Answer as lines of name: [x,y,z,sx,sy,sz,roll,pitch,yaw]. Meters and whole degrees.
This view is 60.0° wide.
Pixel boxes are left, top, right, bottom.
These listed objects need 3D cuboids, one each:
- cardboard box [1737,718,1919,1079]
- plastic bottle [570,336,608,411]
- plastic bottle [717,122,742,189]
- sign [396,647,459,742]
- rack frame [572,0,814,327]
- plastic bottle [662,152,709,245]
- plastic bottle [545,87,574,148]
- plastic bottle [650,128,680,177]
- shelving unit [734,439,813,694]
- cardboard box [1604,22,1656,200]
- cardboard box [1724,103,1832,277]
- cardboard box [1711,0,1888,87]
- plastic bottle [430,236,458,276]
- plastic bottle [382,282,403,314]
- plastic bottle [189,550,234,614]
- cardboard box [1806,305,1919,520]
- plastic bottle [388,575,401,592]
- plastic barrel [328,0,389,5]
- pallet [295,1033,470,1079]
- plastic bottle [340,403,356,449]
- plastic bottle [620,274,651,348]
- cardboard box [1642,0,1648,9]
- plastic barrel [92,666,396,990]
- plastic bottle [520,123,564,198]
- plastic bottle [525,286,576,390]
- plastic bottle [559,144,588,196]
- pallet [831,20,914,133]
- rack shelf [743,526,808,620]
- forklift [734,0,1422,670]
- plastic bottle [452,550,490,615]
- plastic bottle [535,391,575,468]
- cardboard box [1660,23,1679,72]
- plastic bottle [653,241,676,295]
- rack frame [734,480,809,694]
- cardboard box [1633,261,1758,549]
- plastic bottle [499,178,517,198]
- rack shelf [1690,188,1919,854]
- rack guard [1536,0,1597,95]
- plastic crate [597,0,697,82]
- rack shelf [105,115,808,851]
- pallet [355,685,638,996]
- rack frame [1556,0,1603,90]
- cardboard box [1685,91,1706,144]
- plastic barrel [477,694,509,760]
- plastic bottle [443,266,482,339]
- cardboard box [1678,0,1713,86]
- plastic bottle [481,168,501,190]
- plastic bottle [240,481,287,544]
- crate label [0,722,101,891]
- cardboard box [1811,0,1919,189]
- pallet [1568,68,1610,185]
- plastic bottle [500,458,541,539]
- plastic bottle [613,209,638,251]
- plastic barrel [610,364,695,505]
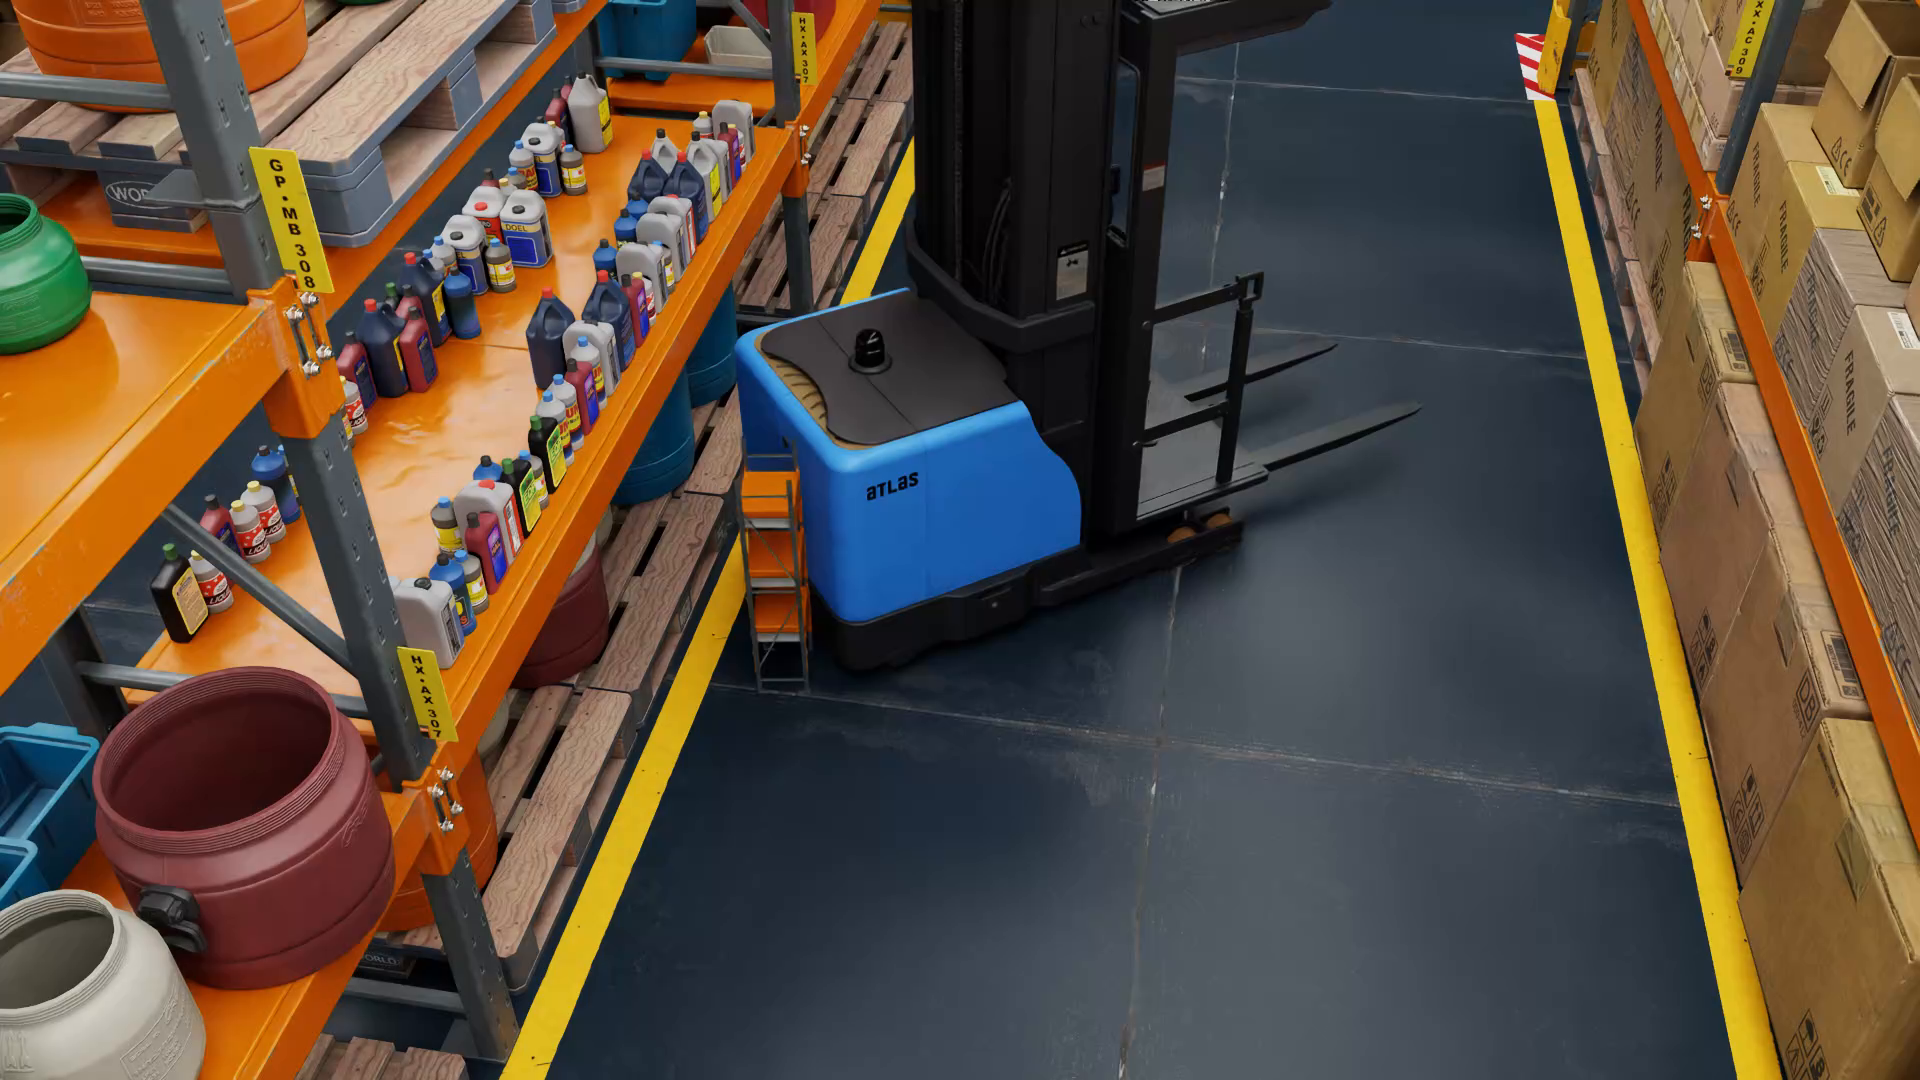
cardboard box: [3.105,1.179,4.807,1.225,0.875,0.875,5,40,6]
plastic bottle: [-1.273,-0.574,5.691,0.097,0.271,0.097,0,40,0]
plastic bottle: [-0.966,-1.625,6.953,0.061,0.283,0.133,6,40,8]
sign: [-1.370,0.400,4.283,0.100,0.325,0.005,6,40,8]
rack frame: [-1.221,-2.103,7.440,1.000,3.000,0.127,6,40,8]
plastic bottle: [-1.090,-1.355,6.574,0.144,0.351,0.185,6,40,8]
plastic bottle: [-1.728,-1.791,7.154,0.061,0.283,0.133,6,40,8]
plastic bottle: [-1.200,-1.487,6.733,0.144,0.351,0.185,6,40,8]
shelving unit: [-0.694,0.117,6.284,0.215,1.050,0.252,0,40,0]
cardboard box: [4.160,-2.429,9.172,0.875,0.875,0.875,6,40,8]
cardboard box: [3.332,-1.334,6.432,0.500,0.500,0.500,7,40,8]
cardboard box: [3.474,-2.221,6.878,0.500,0.500,0.500,7,40,9]
plastic bottle: [-1.924,-1.009,6.217,0.097,0.271,0.097,0,40,0]
plastic bottle: [-2.010,-0.766,5.914,0.061,0.283,0.133,6,40,8]
plastic bottle: [-2.225,0.112,4.916,0.097,0.201,0.097,0,40,0]
cardboard box: [3.074,-0.380,5.277,0.500,0.500,0.500,7,40,9]
plastic bottle: [-1.670,0.202,4.749,0.152,0.276,0.135,6,40,8]
plastic barrel: [-1.503,-1.491,4.137,0.294,0.245,0.294,0,40,0]
pallet: [-2.085,1.964,4.709,1.003,0.211,1.213,6,40,8]
plastic bottle: [-2.084,-0.399,5.534,0.097,0.201,0.097,0,40,0]
plastic bottle: [-1.180,-0.849,6.015,0.061,0.283,0.133,6,40,8]
cardboard box: [3.698,-2.819,8.502,0.380,0.149,0.250,5,40,7]
plastic barrel: [-1.695,0.679,3.968,0.600,0.536,0.708,6,40,8]
plastic bottle: [-1.740,-1.577,6.901,0.152,0.276,0.135,6,40,8]
plastic bottle: [-1.421,-0.712,5.796,0.144,0.351,0.185,6,40,8]
plastic bottle: [-1.613,-1.546,6.922,0.097,0.201,0.097,0,40,0]
pallet: [-0.710,-3.026,10.744,1.003,0.211,1.213,6,40,8]
rack shelf: [-0.693,0.125,6.290,0.215,0.259,0.240,0,40,0]
forklift: [0.638,-1.295,6.516,3.031,2.935,1.130,-19,43,-22]
plastic bottle: [-1.456,0.117,4.910,0.097,0.201,0.097,0,40,0]
plastic bottle: [-1.330,-0.368,5.442,0.097,0.271,0.097,0,40,0]
cardboard box: [3.565,-2.334,7.916,0.380,0.149,0.250,7,40,9]
plastic bottle: [-1.138,-1.038,6.307,0.097,0.201,0.097,0,40,0]
rack frame: [-0.693,0.195,6.190,0.200,1.050,0.008,0,40,0]
cardboard box: [3.566,-0.496,6.834,1.225,0.875,0.875,7,40,8]
plastic bottle: [-1.820,-1.357,6.693,0.097,0.201,0.097,0,40,0]
rack shelf: [3.311,-0.025,5.490,1.077,0.370,4.000,6,40,8]
rack guard: [4.354,-3.119,10.630,1.175,0.500,0.348,6,40,8]
plastic crate: [-1.476,-2.451,7.826,0.392,0.384,0.575,6,40,8]
rack shelf: [-1.567,-0.571,6.151,1.077,0.370,4.000,6,40,8]
pallet: [-1.818,0.982,5.896,1.003,0.211,1.213,6,40,8]
rack frame: [4.350,-4.067,9.816,1.000,3.000,0.127,6,40,8]
cardboard box: [3.432,-1.850,7.330,0.380,0.149,0.250,7,40,9]
plastic barrel: [-1.836,0.531,5.877,0.421,0.512,0.421,0,40,0]
plastic bottle: [-1.815,-0.871,6.050,0.097,0.271,0.097,0,40,0]
cardboard box: [3.562,-2.245,7.496,0.500,0.250,0.500,8,40,9]
plastic bottle: [-1.858,-1.318,6.581,0.061,0.283,0.133,6,40,8]
plastic bottle: [-2.169,-0.094,5.165,0.097,0.201,0.097,0,40,0]
crate label: [-2.355,0.695,4.187,0.303,0.233,0.416,6,40,8]
cardboard box: [3.555,-1.580,5.942,0.797,0.503,0.637,5,40,7]
pallet: [4.288,-2.482,10.087,1.003,0.211,1.213,6,40,8]
plastic bottle: [-1.372,-0.153,5.173,0.061,0.283,0.133,6,40,8]
plastic bottle: [-1.271,-1.142,6.379,0.097,0.271,0.097,0,40,0]
plastic barrel: [-1.454,-0.672,7.026,0.600,0.901,0.708,6,40,8]
